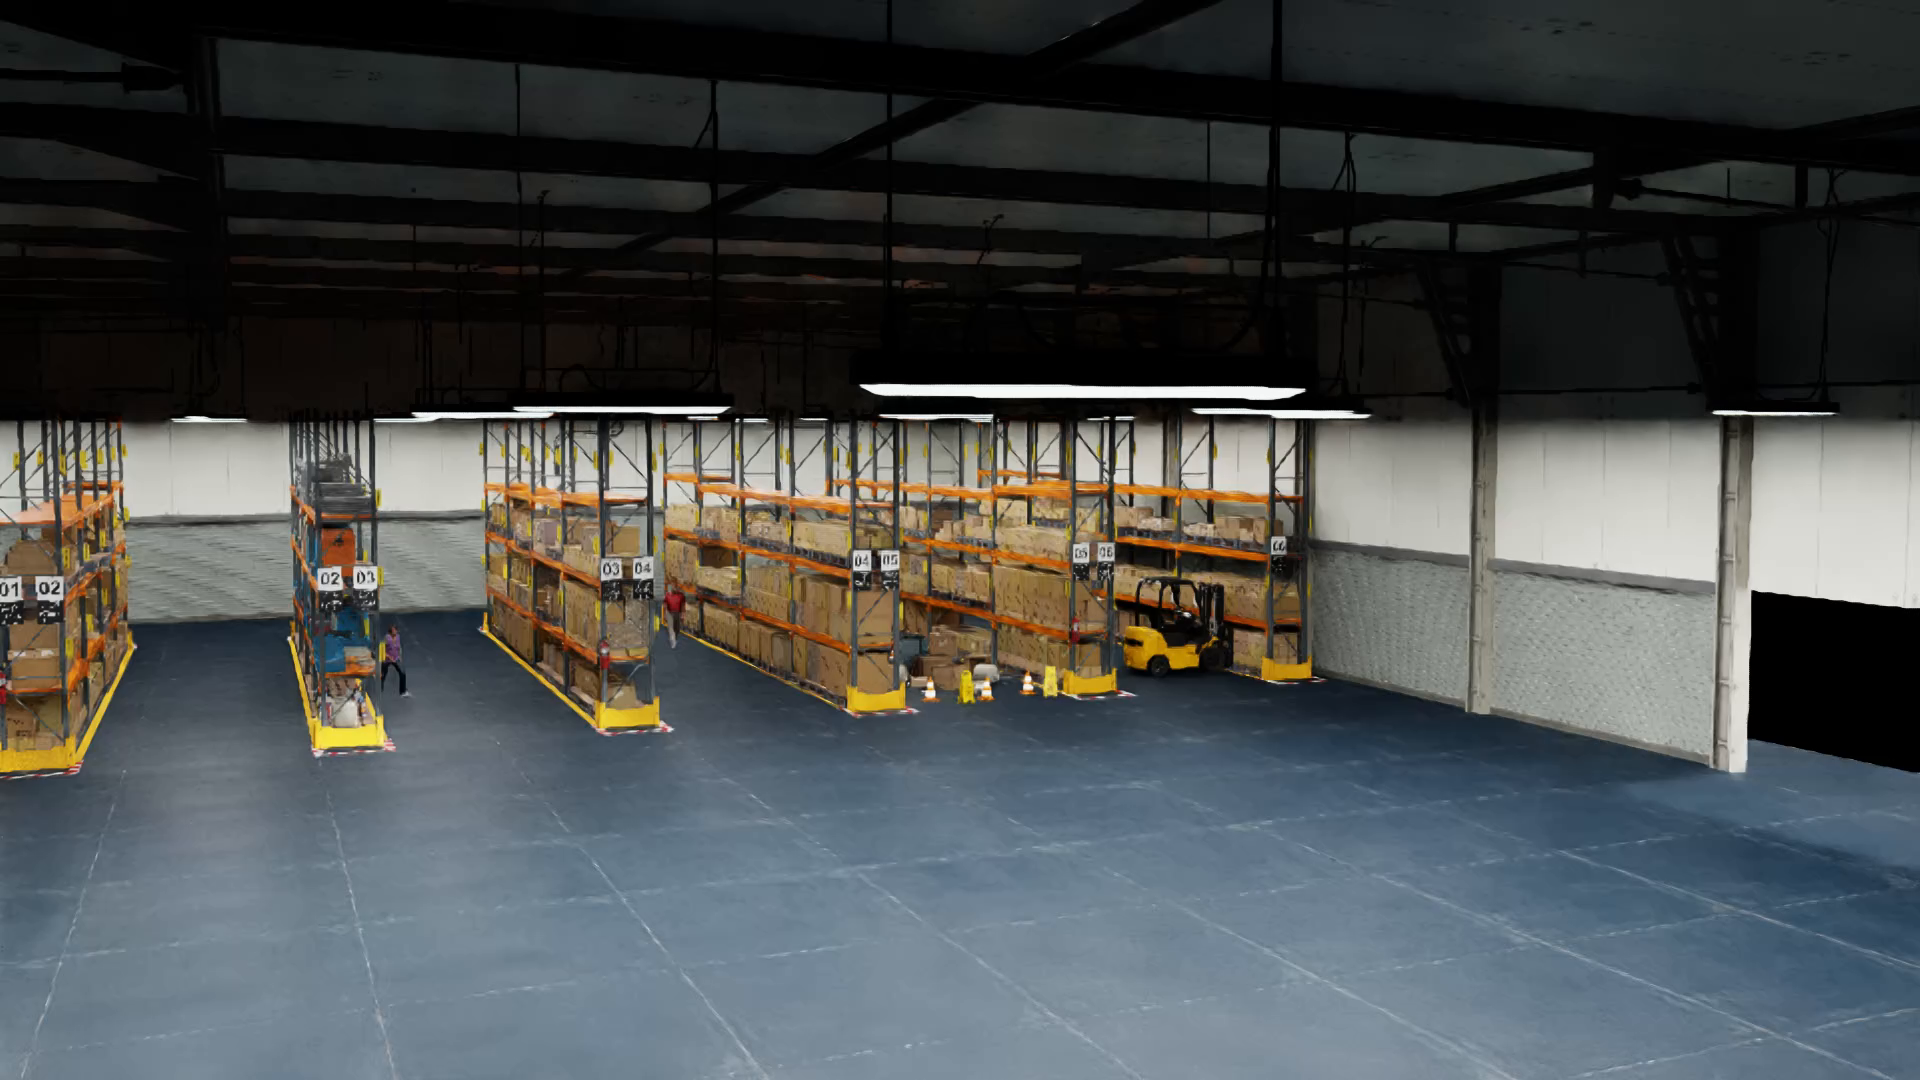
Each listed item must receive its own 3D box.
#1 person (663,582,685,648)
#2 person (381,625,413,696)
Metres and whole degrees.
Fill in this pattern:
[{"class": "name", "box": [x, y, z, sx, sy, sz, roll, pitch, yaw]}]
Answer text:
[{"class": "person", "box": [-7.301, 1.901, 42.608, 0.540, 1.643, 1.130, -2, 4, -25]}, {"class": "person", "box": [-11.885, 2.517, 34.764, 0.562, 1.521, 0.768, -4, 5, -43]}]
